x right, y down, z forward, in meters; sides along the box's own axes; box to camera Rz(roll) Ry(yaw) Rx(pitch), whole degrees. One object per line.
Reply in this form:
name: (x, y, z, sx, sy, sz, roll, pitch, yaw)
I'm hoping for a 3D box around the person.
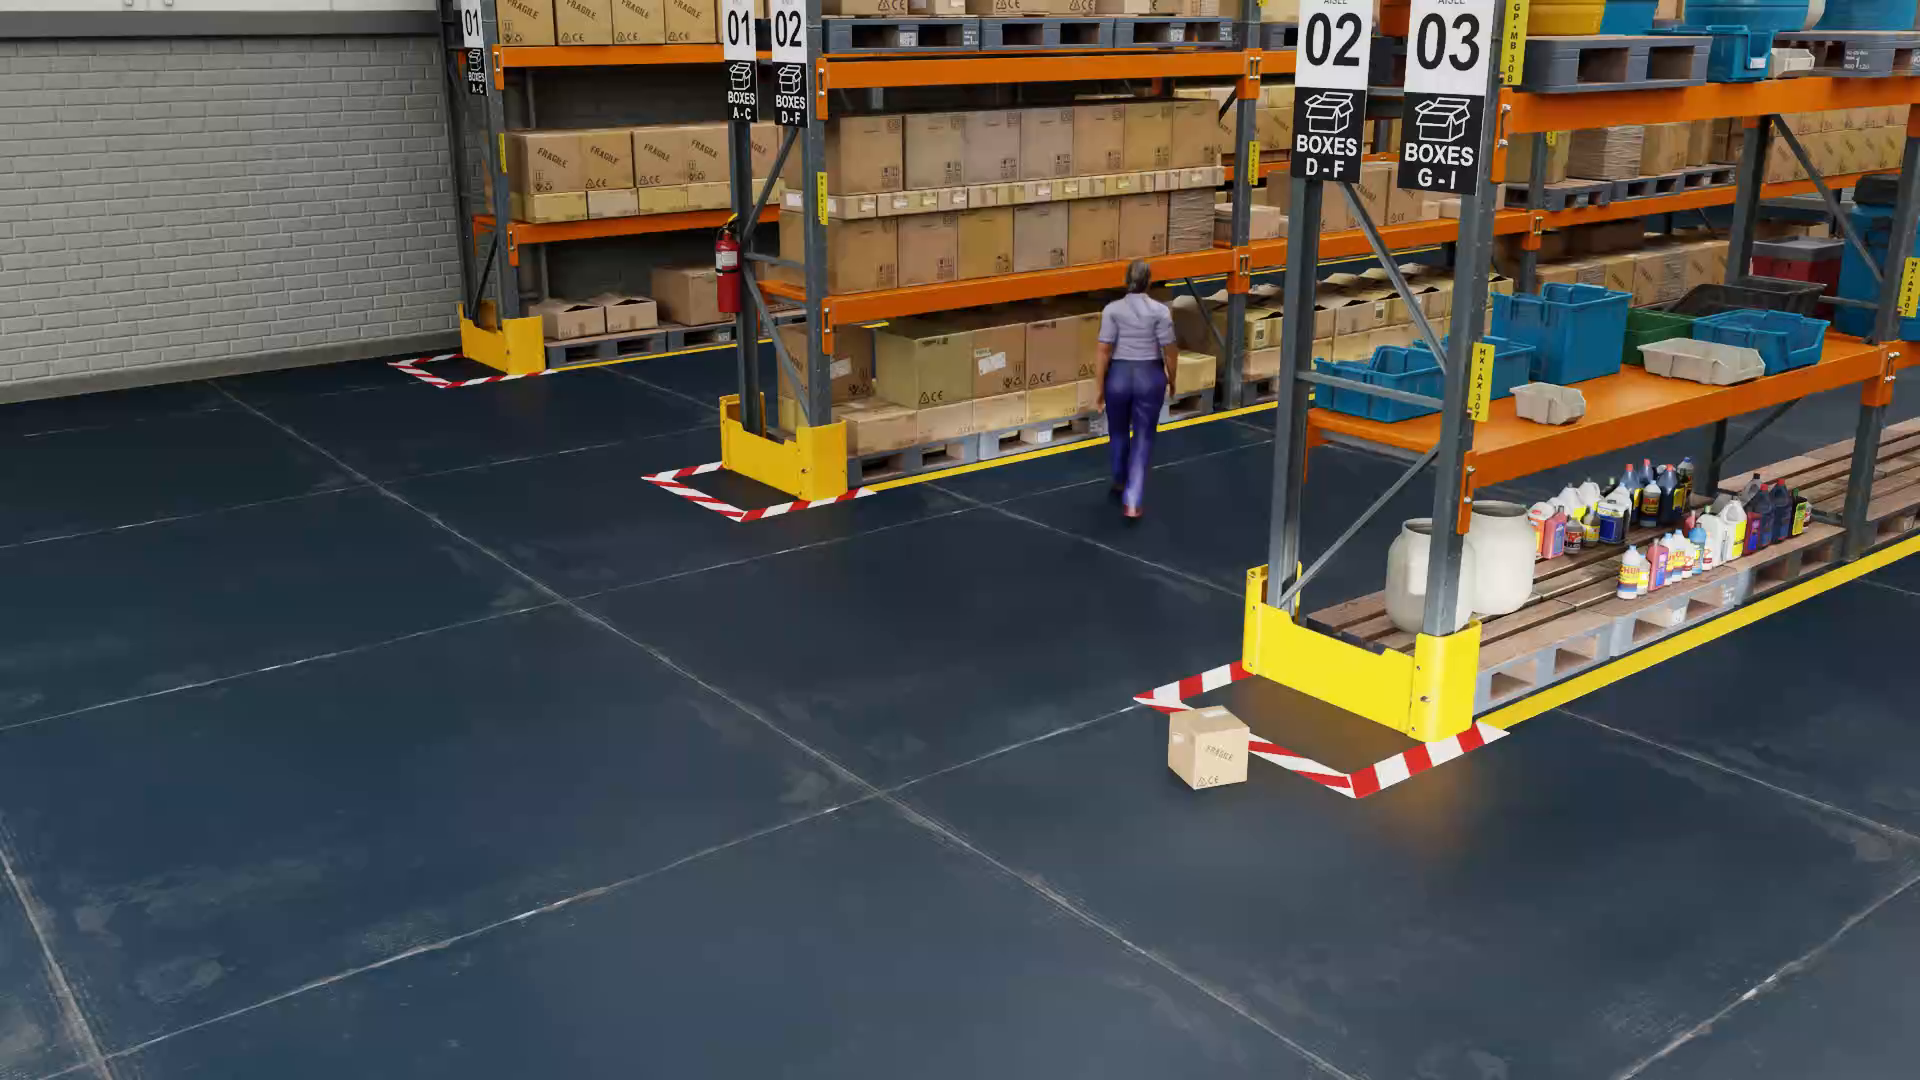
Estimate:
person: (1.143, -1.008, 10.683, 0.503, 1.601, 0.936, 4, 18, 13)
